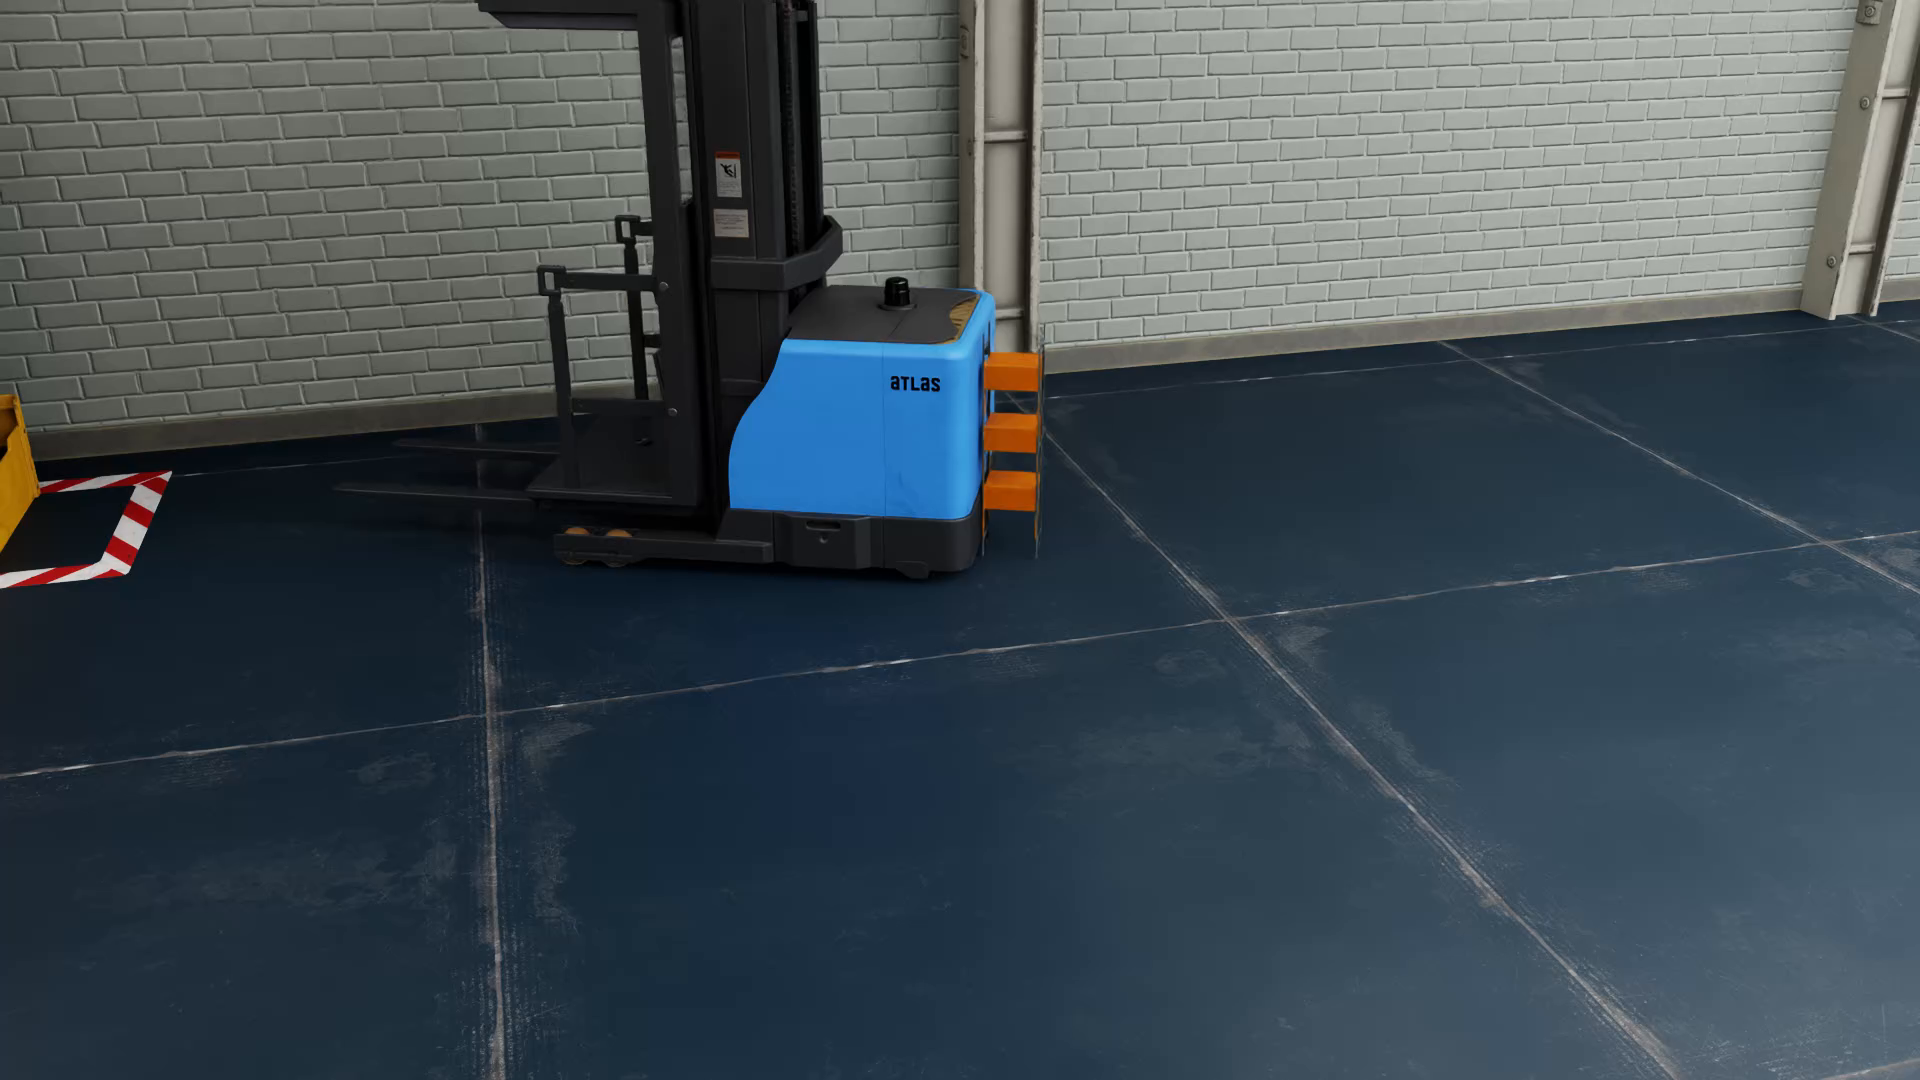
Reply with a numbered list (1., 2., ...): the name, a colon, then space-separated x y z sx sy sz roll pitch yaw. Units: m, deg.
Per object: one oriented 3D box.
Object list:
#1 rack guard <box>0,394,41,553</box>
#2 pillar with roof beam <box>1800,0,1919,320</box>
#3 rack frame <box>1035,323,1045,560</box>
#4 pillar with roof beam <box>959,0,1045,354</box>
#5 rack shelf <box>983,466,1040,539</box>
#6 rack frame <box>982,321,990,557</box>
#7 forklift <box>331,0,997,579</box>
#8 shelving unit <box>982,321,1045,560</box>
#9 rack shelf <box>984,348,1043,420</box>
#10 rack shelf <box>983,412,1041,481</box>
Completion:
1. rack guard: -4.614 -0.249 7.696 0.348 0.500 1.175 -6 24 -14
2. pillar with roof beam: 7.166 -4.064 5.809 0.400 9.000 9.100 -6 24 -14
3. rack frame: 0.358 -0.431 7.422 0.008 1.050 0.200 3 23 7
4. pillar with roof beam: 1.389 -3.425 4.319 0.400 9.000 9.100 -6 24 -14
5. rack shelf: 0.237 -0.172 7.552 0.240 0.259 0.215 3 23 7
6. rack frame: 0.116 -0.444 7.454 0.008 1.050 0.200 3 23 7
7. forklift: -1.383 -1.425 7.354 3.031 2.935 1.130 3 23 7
8. shelving unit: 0.237 -0.438 7.438 0.252 1.050 0.215 3 23 7
9. rack shelf: 0.237 -0.689 7.331 0.240 0.259 0.215 3 23 7
10. rack shelf: 0.237 -0.428 7.442 0.240 0.259 0.215 3 23 7
